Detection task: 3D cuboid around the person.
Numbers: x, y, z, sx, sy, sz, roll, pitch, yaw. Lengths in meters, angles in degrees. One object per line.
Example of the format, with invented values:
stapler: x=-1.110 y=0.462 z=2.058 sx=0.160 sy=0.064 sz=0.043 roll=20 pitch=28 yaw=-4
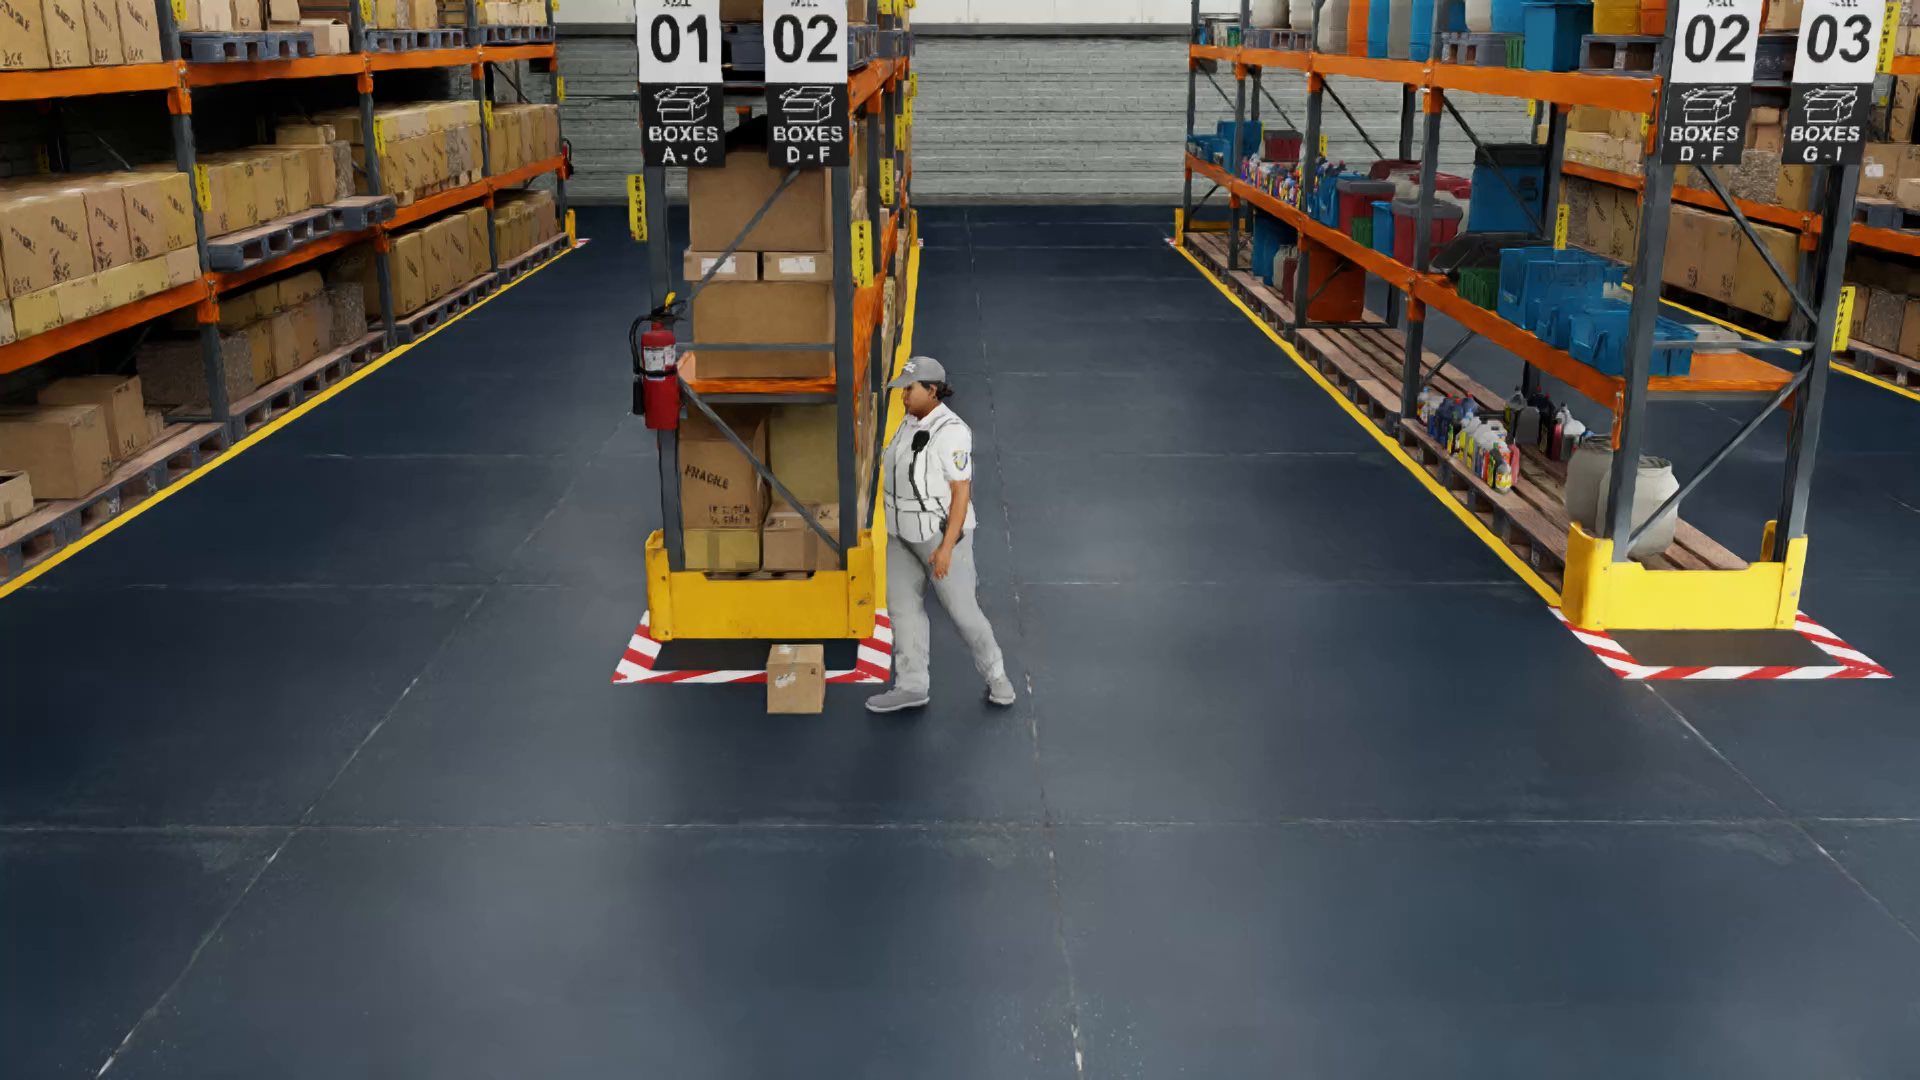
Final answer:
person: x=-0.105 y=-0.025 z=7.638 sx=0.655 sy=1.655 sz=0.605 roll=-13 pitch=22 yaw=-36
